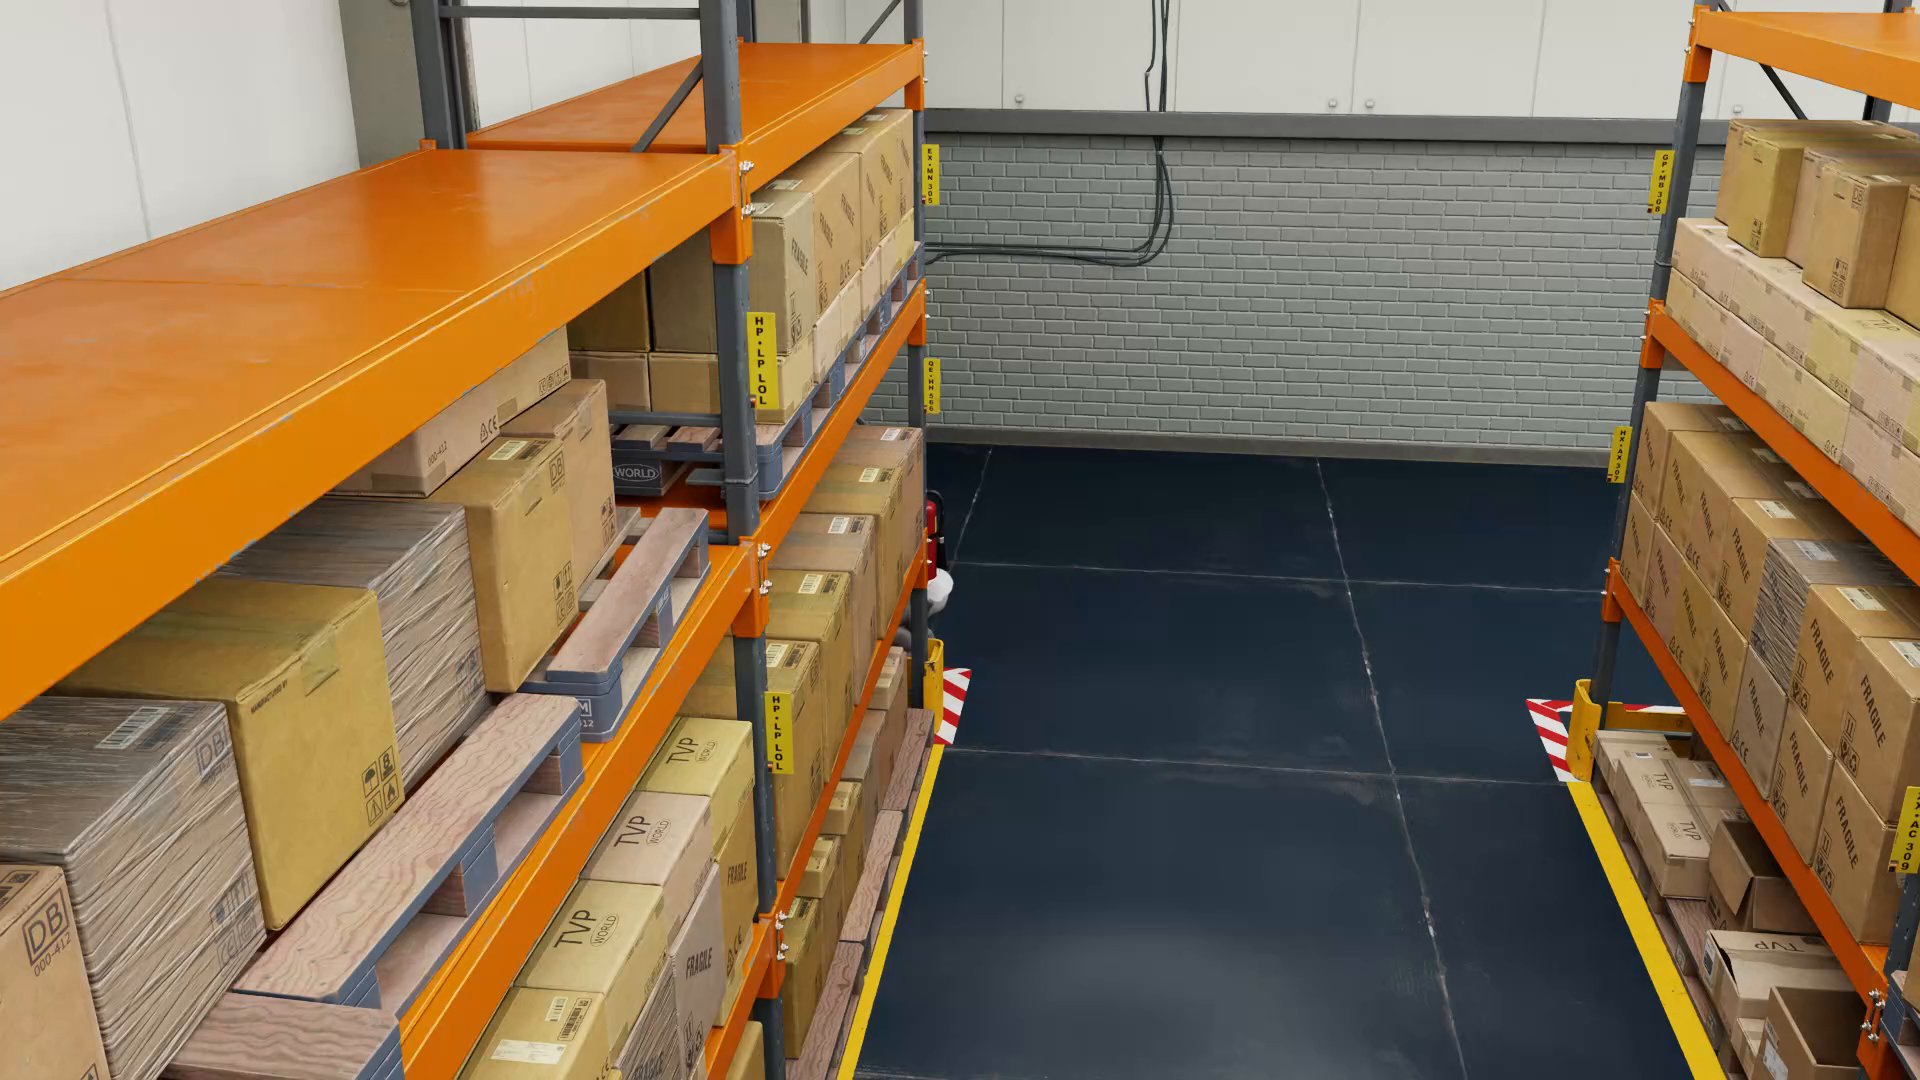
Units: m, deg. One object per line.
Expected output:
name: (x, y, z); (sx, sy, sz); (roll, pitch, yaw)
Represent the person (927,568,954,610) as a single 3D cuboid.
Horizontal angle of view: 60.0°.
person: (-0.485, 0.252, 11.208); (0.871, 0.762, 0.446); (2, 21, 5)
